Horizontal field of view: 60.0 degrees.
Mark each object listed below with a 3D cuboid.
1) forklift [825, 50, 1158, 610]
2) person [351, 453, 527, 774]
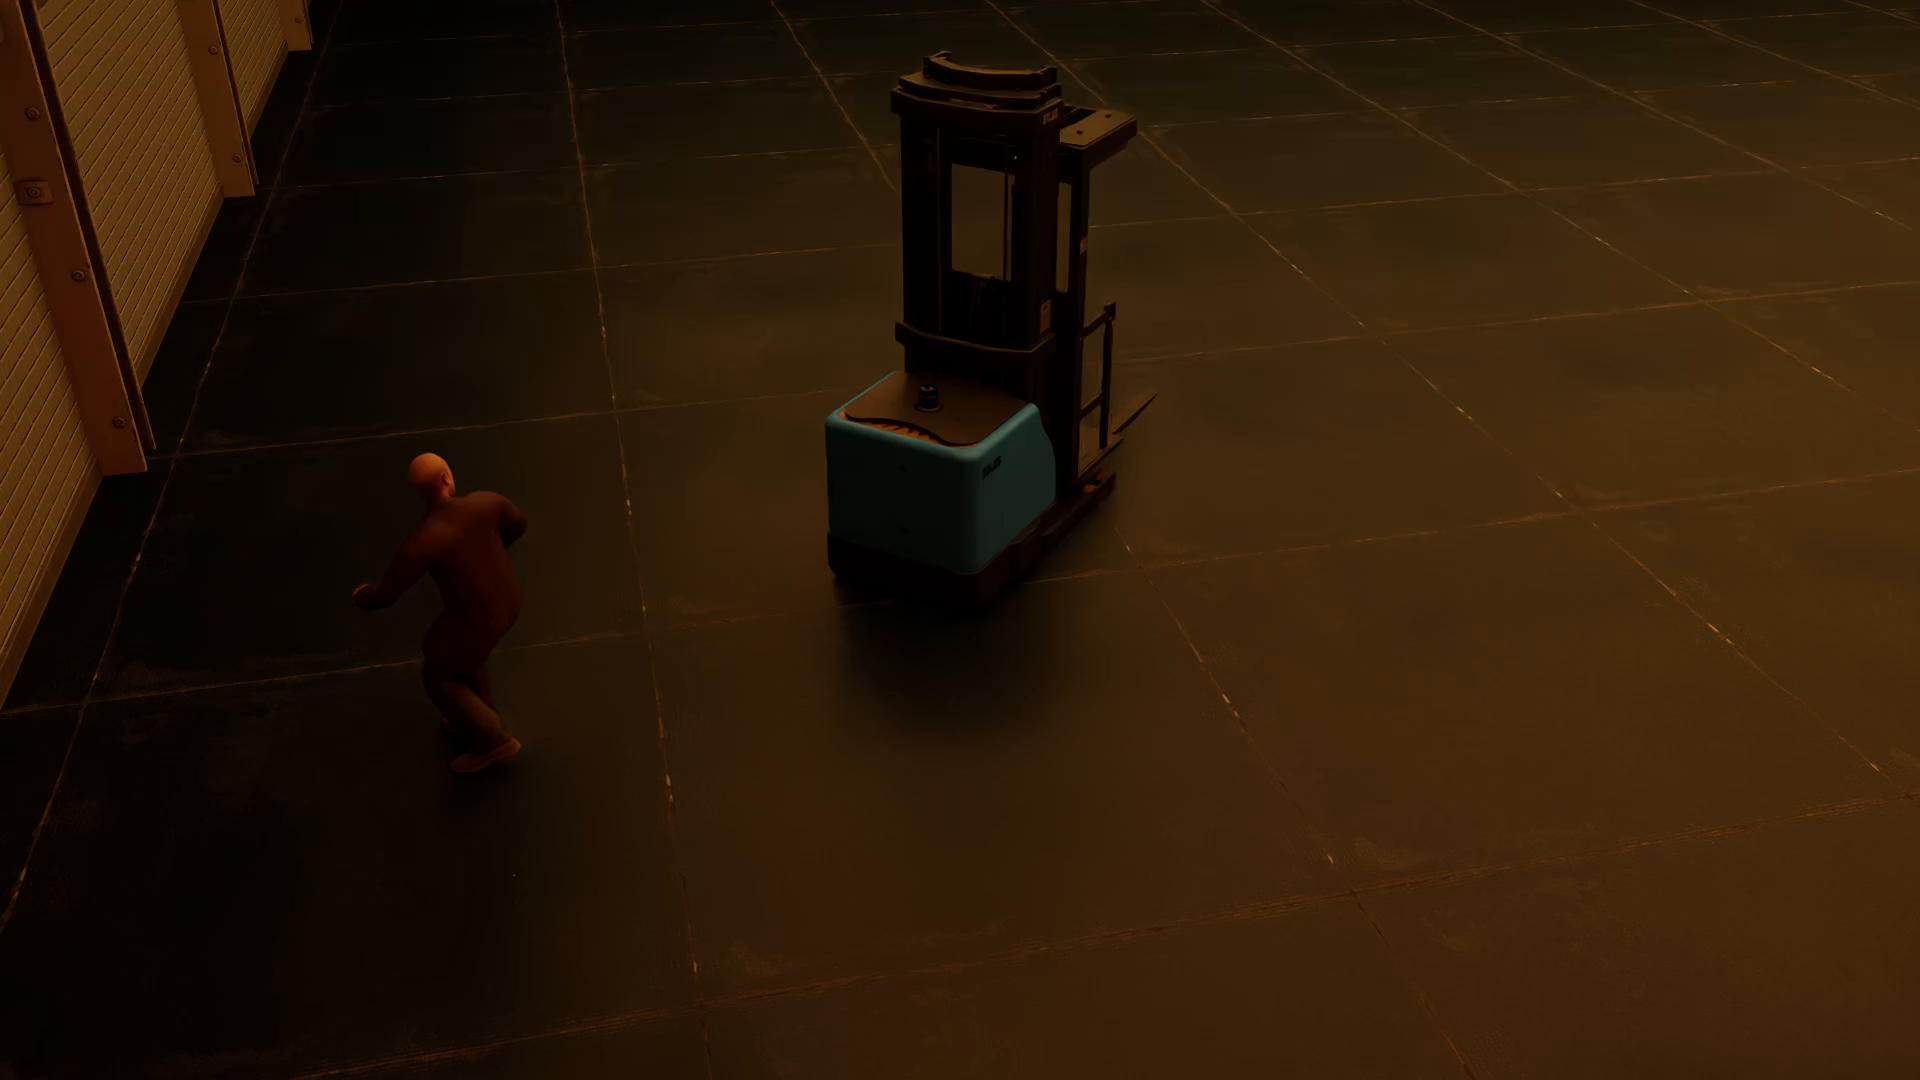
[{"bbox_3d":[0.373,-1.569,10.285,1.130,2.935,3.031,16,34,25],"label":"forklift"},{"bbox_3d":[-2.552,0.319,8.285,0.756,1.691,0.863,13,32,21],"label":"person"}]
